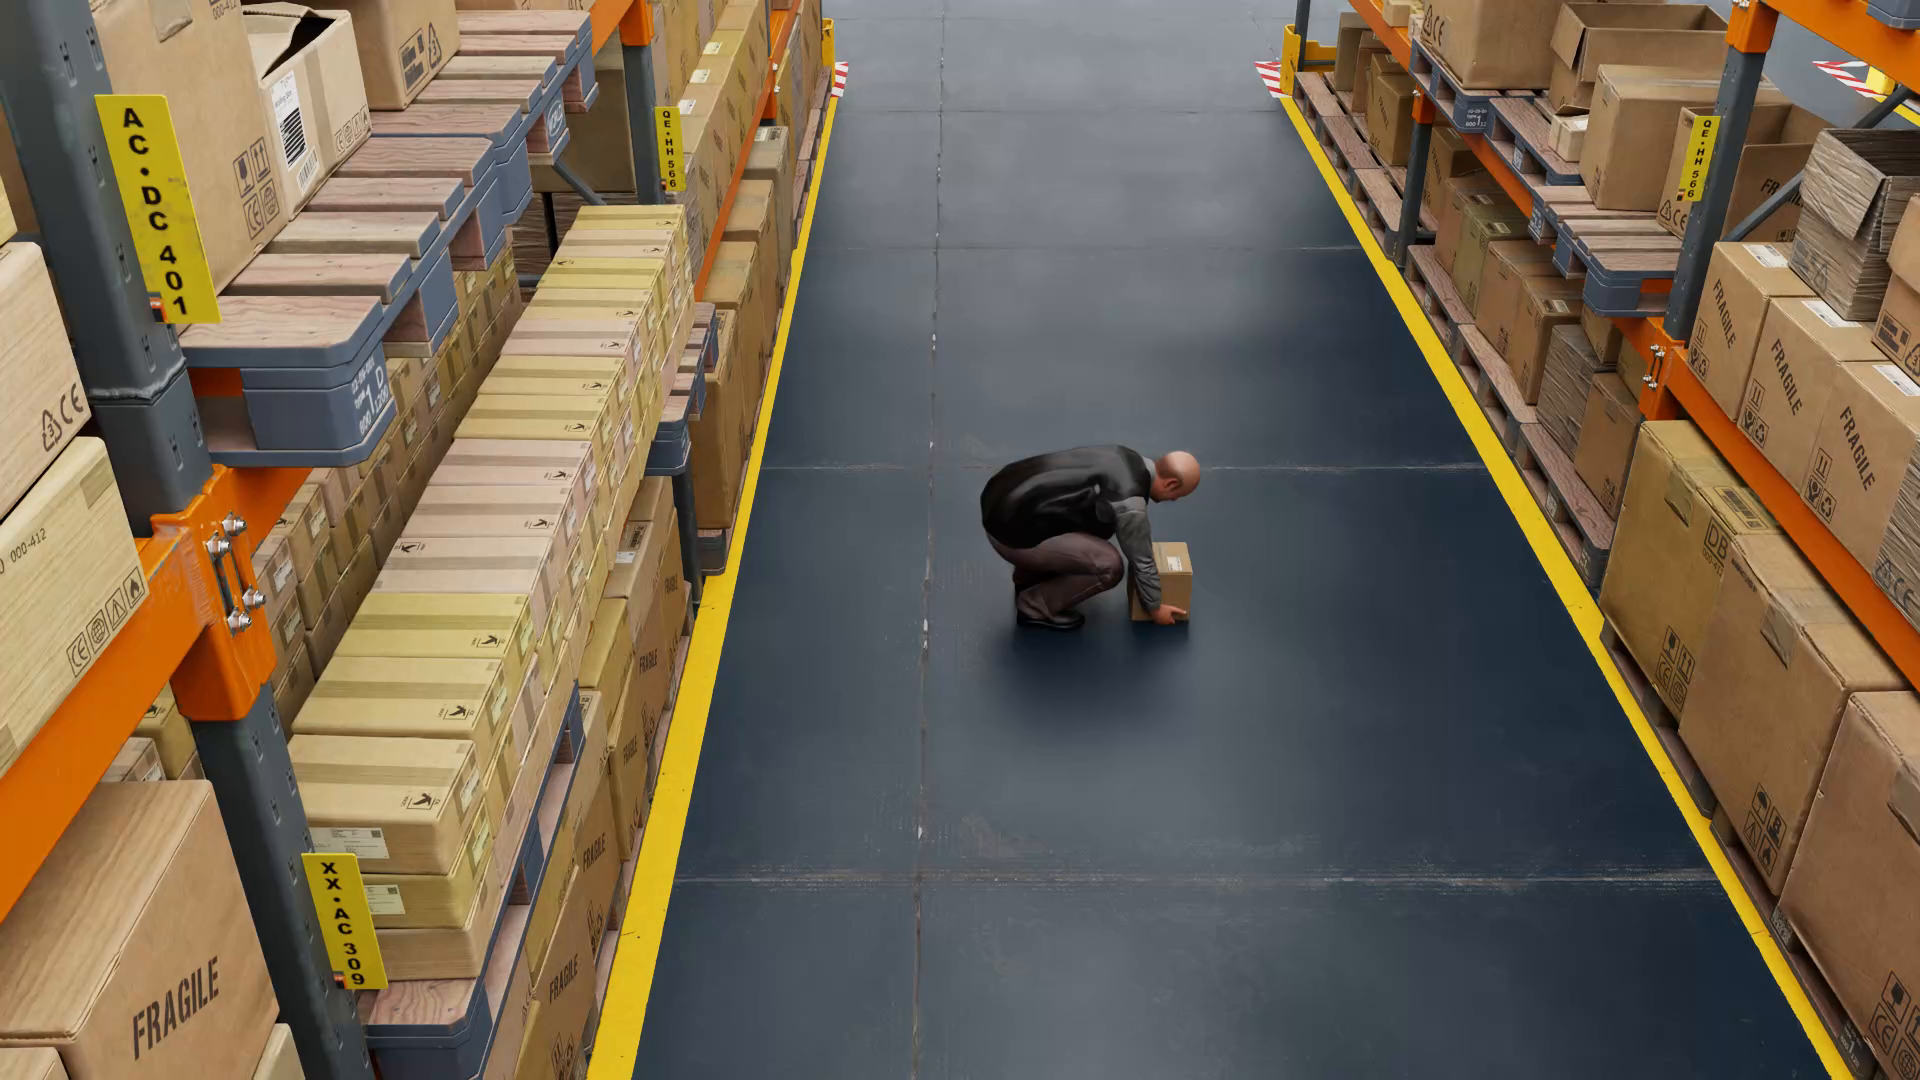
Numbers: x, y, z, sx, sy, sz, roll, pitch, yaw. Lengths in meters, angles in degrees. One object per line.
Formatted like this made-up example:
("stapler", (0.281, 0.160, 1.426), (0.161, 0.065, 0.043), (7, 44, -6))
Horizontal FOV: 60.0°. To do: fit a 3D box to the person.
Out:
("person", (0.553, -0.019, 7.158), (0.933, 0.782, 0.509), (-1, 31, -1))
